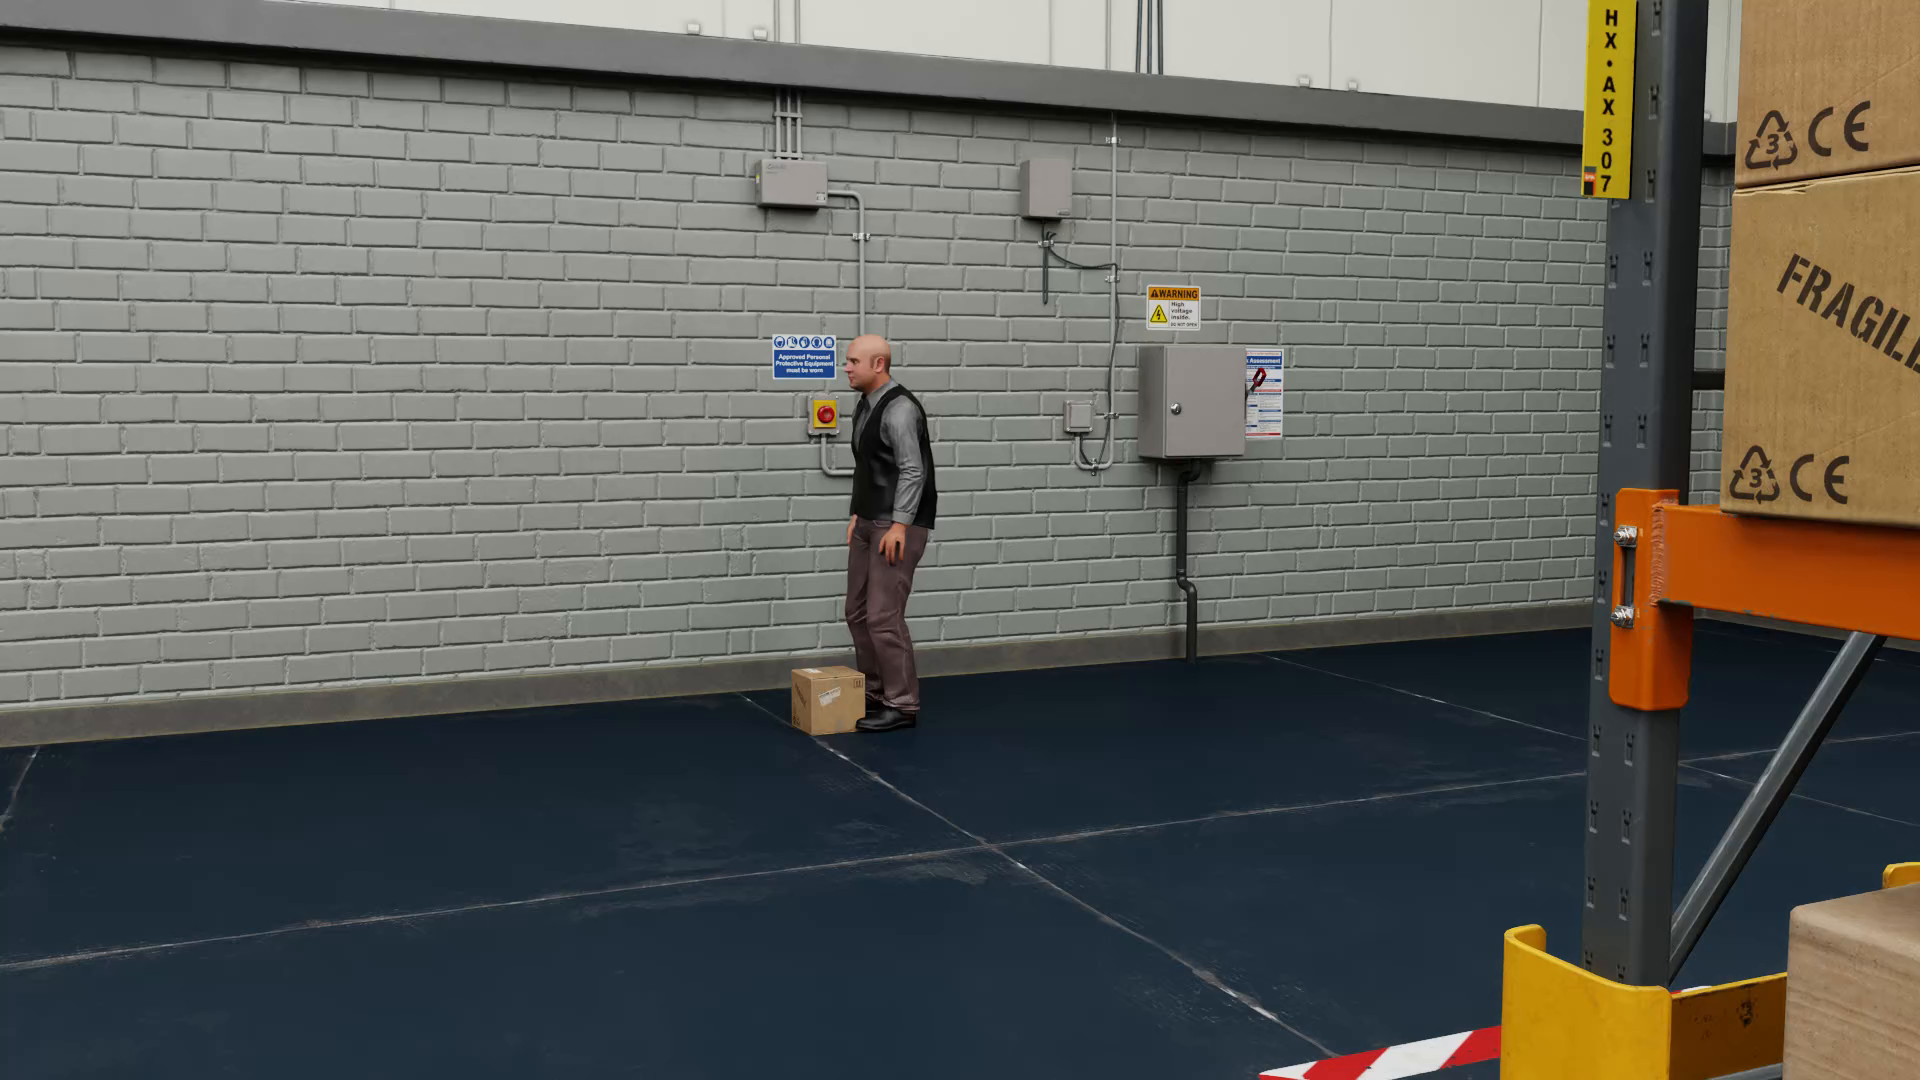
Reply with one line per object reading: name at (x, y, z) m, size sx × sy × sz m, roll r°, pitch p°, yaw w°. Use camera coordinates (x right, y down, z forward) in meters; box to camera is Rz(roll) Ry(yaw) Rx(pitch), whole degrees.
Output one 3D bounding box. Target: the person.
person at (-0.326, -0.043, 7.340) m, size 0.421 × 1.720 × 0.580 m, roll -2°, pitch 6°, yaw -24°
